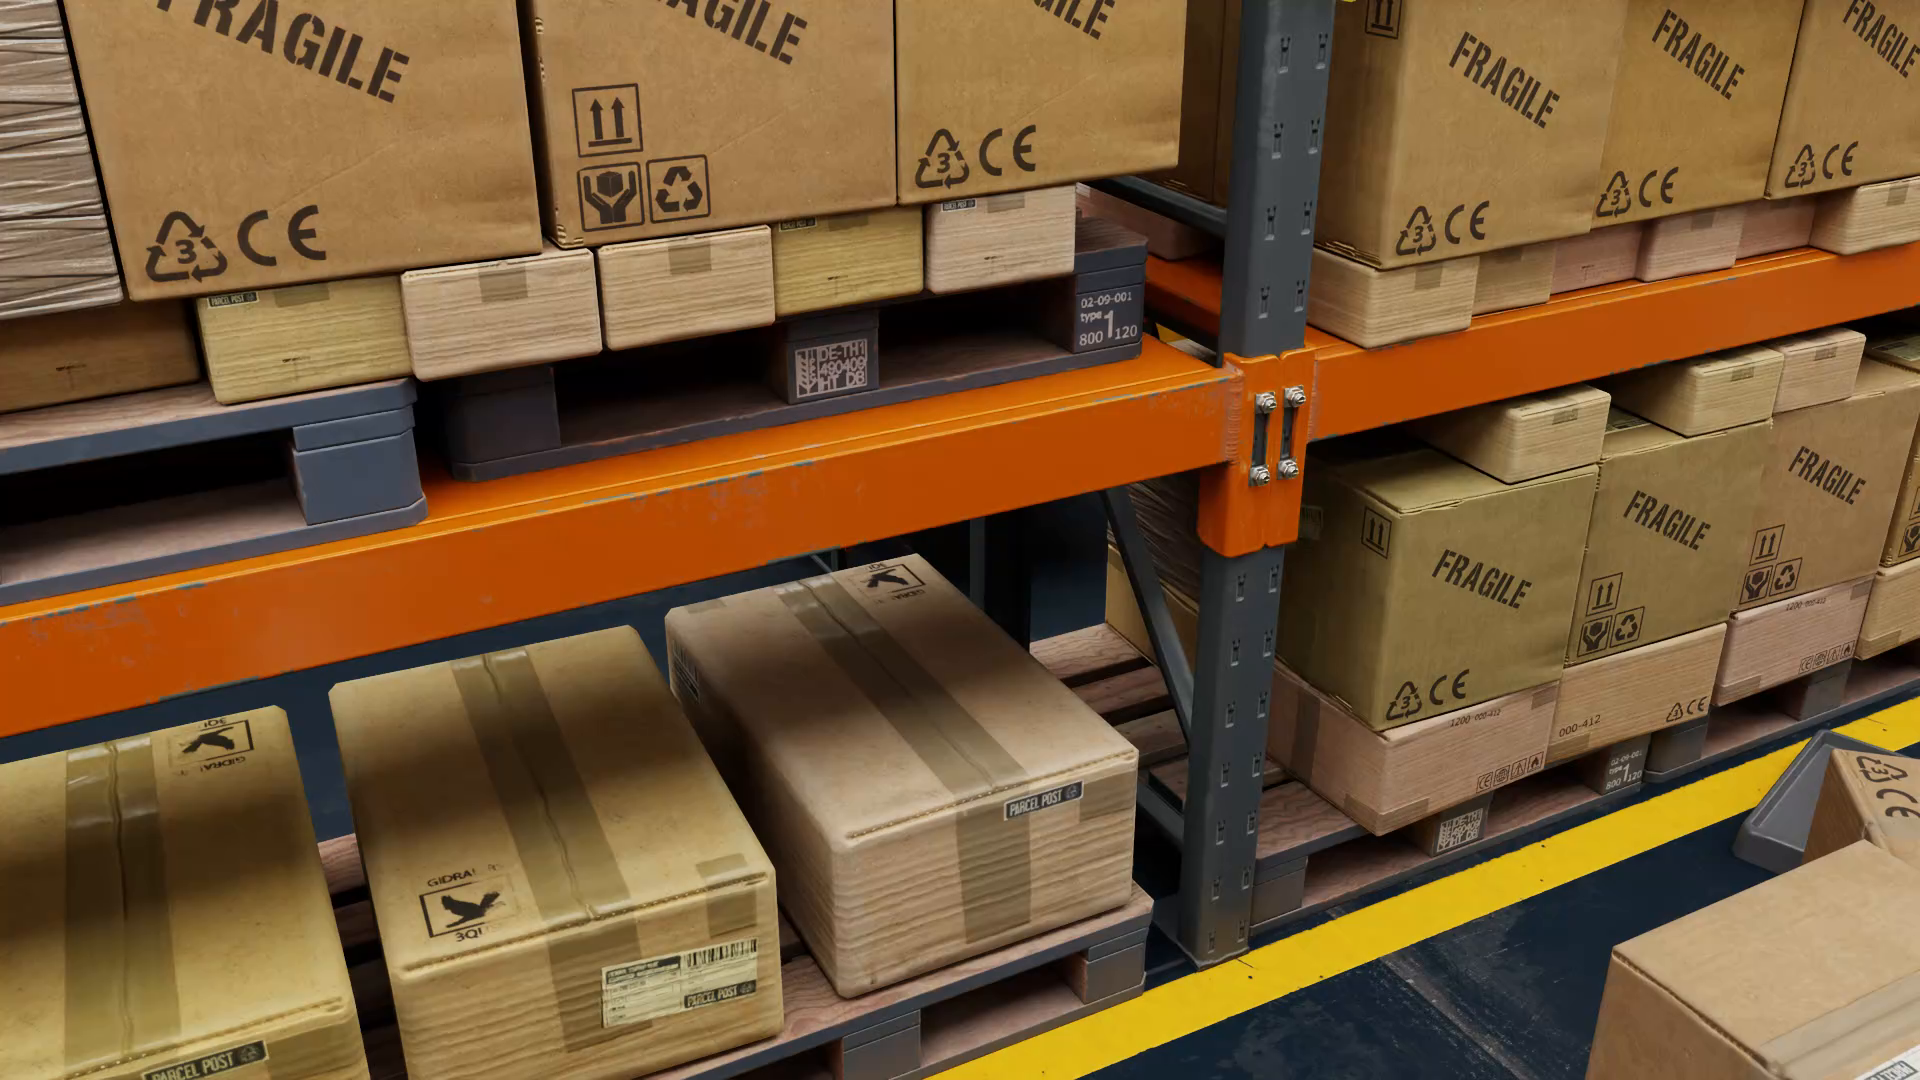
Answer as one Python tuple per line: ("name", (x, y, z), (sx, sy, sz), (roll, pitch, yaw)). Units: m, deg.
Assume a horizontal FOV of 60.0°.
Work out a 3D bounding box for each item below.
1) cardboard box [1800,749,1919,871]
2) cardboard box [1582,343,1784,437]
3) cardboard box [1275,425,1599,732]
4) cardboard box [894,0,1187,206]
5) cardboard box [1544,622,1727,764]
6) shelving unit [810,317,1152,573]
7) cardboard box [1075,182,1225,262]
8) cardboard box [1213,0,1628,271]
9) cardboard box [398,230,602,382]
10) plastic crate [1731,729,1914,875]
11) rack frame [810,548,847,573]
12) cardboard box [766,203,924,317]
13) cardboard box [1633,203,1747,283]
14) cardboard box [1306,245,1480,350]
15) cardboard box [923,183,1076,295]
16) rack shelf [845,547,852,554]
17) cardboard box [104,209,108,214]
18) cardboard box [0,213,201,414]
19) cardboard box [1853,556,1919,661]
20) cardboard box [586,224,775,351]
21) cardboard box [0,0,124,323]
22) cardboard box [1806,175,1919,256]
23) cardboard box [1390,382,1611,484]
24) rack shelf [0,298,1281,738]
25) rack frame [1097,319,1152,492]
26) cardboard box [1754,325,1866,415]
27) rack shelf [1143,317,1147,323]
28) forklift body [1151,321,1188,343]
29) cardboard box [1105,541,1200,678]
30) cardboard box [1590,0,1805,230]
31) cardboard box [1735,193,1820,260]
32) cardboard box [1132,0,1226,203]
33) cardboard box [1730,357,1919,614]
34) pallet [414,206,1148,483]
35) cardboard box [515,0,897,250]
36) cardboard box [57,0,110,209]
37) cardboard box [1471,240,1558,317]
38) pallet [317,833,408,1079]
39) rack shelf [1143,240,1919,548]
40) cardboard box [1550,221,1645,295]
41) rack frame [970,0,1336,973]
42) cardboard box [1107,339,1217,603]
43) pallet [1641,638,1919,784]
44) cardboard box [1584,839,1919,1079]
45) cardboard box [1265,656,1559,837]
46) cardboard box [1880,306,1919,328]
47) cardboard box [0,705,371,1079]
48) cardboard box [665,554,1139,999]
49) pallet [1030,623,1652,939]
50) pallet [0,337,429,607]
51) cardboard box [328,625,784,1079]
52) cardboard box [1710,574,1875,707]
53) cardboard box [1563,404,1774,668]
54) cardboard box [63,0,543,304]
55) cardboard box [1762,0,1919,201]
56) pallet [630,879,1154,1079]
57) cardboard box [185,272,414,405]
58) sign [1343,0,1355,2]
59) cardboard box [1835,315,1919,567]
("cardboard box", (1.896, 0.757, 3.092), (0.500, 0.500, 0.500), (5, 26, 11))
("cardboard box", (1.549, -0.375, 3.641), (0.250, 0.149, 0.380), (-12, 28, -23))
("cardboard box", (0.958, 0.025, 3.557), (0.500, 0.500, 0.500), (-12, 28, -23))
("cardboard box", (0.010, -0.857, 2.624), (0.500, 0.500, 0.500), (-14, 29, -26))
("cardboard box", (1.423, 0.250, 3.955), (0.500, 0.250, 0.500), (-11, 28, -22))
("shelving unit", (-0.006, -0.506, 5.004), (1.048, 1.125, 0.538), (-13, 29, -25))
("cardboard box", (0.450, -0.739, 3.613), (0.250, 0.149, 0.380), (-13, 29, -26))
("cardboard box", (0.829, -0.832, 3.059), (0.500, 0.500, 0.500), (-13, 29, -25))
("cardboard box", (-0.689, -0.369, 2.359), (0.250, 0.149, 0.380), (-13, 28, -25))
("plastic crate", (2.081, 0.640, 3.825), (0.402, 0.080, 0.583), (21, 33, 37))
("rack frame", (-0.455, -0.402, 4.788), (0.032, 1.125, 0.500), (-13, 29, -25))
("cardboard box", (-0.255, -0.489, 2.607), (0.250, 0.149, 0.380), (-14, 29, -27))
("cardboard box", (1.392, -0.672, 3.475), (0.250, 0.149, 0.380), (-12, 28, -24))
("cardboard box", (0.739, -0.498, 3.113), (0.250, 0.149, 0.380), (-13, 29, -25))
("cardboard box", (-0.014, -0.536, 2.705), (0.250, 0.149, 0.380), (-13, 28, -24))
("rack shelf", (-0.006, -0.285, 5.109), (1.000, 0.278, 0.538), (-13, 29, -25))
("cardboard box", (-1.490, -0.499, 2.629), (0.250, 0.149, 0.380), (-12, 28, -23))
("cardboard box", (-1.202, -0.319, 2.254), (0.250, 0.149, 0.380), (-14, 29, -27))
("cardboard box", (2.333, 0.044, 4.384), (0.500, 0.250, 0.500), (-14, 29, -27))
("cardboard box", (-0.466, -0.423, 2.470), (0.250, 0.149, 0.380), (-14, 29, -26))
("cardboard box", (-1.347, -0.545, 1.976), (0.500, 0.500, 0.500), (-14, 29, -27))
("cardboard box", (1.872, -0.755, 3.648), (0.250, 0.149, 0.380), (-13, 28, -25))
("cardboard box", (1.096, -0.270, 3.422), (0.250, 0.149, 0.380), (-13, 28, -24))
("rack shelf", (-1.455, 0.062, 2.487), (4.000, 0.370, 1.077), (-13, 29, -25))
("rack frame", (0.443, -0.609, 5.219), (0.032, 1.125, 0.500), (-13, 29, -25))
("cardboard box", (1.785, -0.431, 3.758), (0.250, 0.149, 0.380), (-11, 28, -22))
("rack shelf", (-0.006, -0.770, 4.877), (1.000, 0.278, 0.538), (-13, 29, -25))
("forklift body", (0.686, -1.914, 6.751), (1.214, 2.155, 2.313), (-13, 29, -25))
("cardboard box", (0.705, 0.157, 4.149), (0.500, 0.250, 0.500), (-12, 28, -23))
("cardboard box", (1.261, -0.943, 3.290), (0.500, 0.500, 0.500), (-13, 29, -25))
("cardboard box", (1.612, -0.739, 3.613), (0.250, 0.149, 0.380), (-13, 29, -25))
("cardboard box", (0.585, -1.035, 3.480), (0.500, 0.500, 0.500), (-14, 29, -26))
("cardboard box", (1.883, -0.193, 4.012), (0.500, 0.500, 0.500), (-11, 28, -22))
("pallet", (-0.433, -0.483, 3.013), (1.213, 0.211, 1.003), (-13, 29, -25))
("cardboard box", (-0.427, -0.755, 2.413), (0.500, 0.500, 0.500), (-13, 28, -25))
("cardboard box", (-1.571, -0.746, 2.394), (0.500, 0.500, 0.500), (-14, 29, -27))
("cardboard box", (0.937, -0.570, 3.261), (0.250, 0.149, 0.380), (-12, 28, -24))
("pallet", (-1.454, 0.996, 2.931), (1.213, 0.211, 1.003), (-13, 29, -25))
("rack shelf", (2.075, -0.753, 4.184), (4.000, 0.370, 1.077), (-13, 29, -25))
("cardboard box", (1.157, -0.635, 3.398), (0.250, 0.149, 0.380), (-13, 29, -25))
("rack frame", (0.310, -0.670, 3.180), (0.127, 3.000, 1.000), (-13, 29, -25))
("cardboard box", (0.706, -0.181, 3.986), (0.500, 0.500, 0.500), (-13, 29, -26))
("pallet", (1.964, 0.187, 4.617), (1.213, 0.211, 1.003), (-13, 29, -25))
("cardboard box", (1.174, 0.789, 2.154), (0.500, 0.500, 0.500), (-13, 29, -25))
("cardboard box", (0.958, 0.363, 3.719), (0.500, 0.250, 0.500), (-14, 29, -27))
("cardboard box", (2.506, -0.599, 4.107), (0.250, 0.149, 0.380), (-12, 28, -23))
("cardboard box", (-1.397, 0.723, 2.829), (0.625, 0.372, 0.950), (-12, 28, -23))
("cardboard box", (-0.152, 0.433, 3.433), (0.625, 0.372, 0.950), (-13, 28, -24))
("pallet", (0.886, 0.437, 4.096), (1.213, 0.211, 1.003), (-13, 29, -25))
("pallet", (-1.492, -0.188, 2.397), (1.213, 0.211, 1.003), (-13, 29, -25))
("cardboard box", (-0.784, 0.581, 3.125), (0.625, 0.372, 0.950), (-11, 28, -22))
("cardboard box", (1.890, 0.141, 4.182), (0.500, 0.250, 0.500), (-13, 29, -26))
("cardboard box", (1.424, -0.088, 3.794), (0.500, 0.500, 0.500), (-12, 28, -23))
("cardboard box", (-0.885, -0.652, 2.199), (0.500, 0.500, 0.500), (-12, 28, -23))
("cardboard box", (1.710, -1.041, 3.493), (0.500, 0.500, 0.500), (-13, 29, -26))
("pallet", (-0.376, 0.746, 3.452), (1.213, 0.211, 1.003), (-13, 29, -25))
("cardboard box", (-0.921, -0.333, 2.284), (0.250, 0.149, 0.380), (-13, 29, -25))
("sign", (0.574, -0.981, 2.489), (0.005, 0.325, 0.100), (-13, 29, -25))
("cardboard box", (2.348, -0.302, 4.239), (0.500, 0.500, 0.500), (-14, 29, -26))
